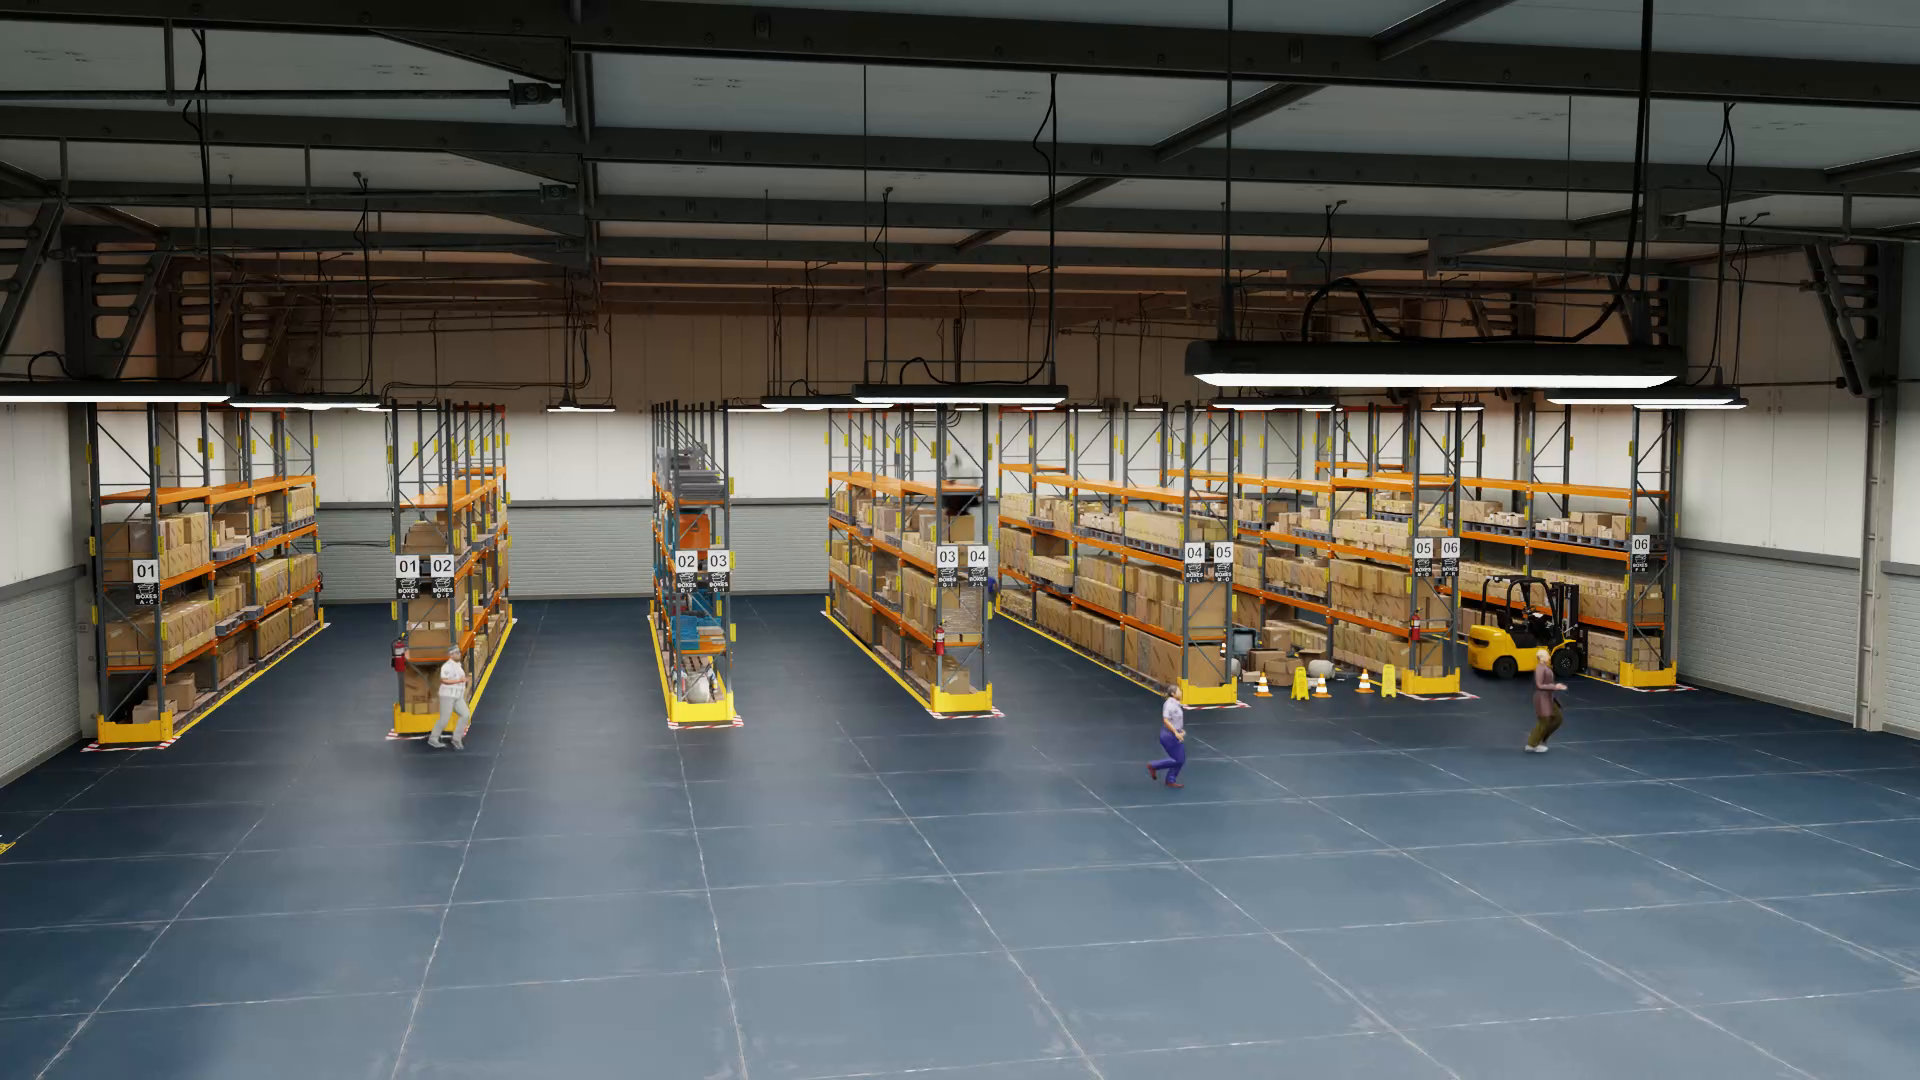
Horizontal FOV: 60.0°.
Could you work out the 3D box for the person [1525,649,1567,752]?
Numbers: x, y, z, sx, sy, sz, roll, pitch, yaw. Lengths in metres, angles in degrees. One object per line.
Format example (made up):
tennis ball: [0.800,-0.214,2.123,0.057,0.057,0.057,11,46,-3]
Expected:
person: [9.931,2.729,28.100,0.681,1.768,0.690,3,5,32]

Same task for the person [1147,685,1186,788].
person: [3.170,3.011,25.536,0.586,1.600,0.593,1,4,8]

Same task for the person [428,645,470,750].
person: [-8.693,2.712,28.487,0.765,1.851,0.659,1,4,13]

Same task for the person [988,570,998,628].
person: [0.756,1.578,44.682,0.616,1.594,0.635,-1,4,-14]
